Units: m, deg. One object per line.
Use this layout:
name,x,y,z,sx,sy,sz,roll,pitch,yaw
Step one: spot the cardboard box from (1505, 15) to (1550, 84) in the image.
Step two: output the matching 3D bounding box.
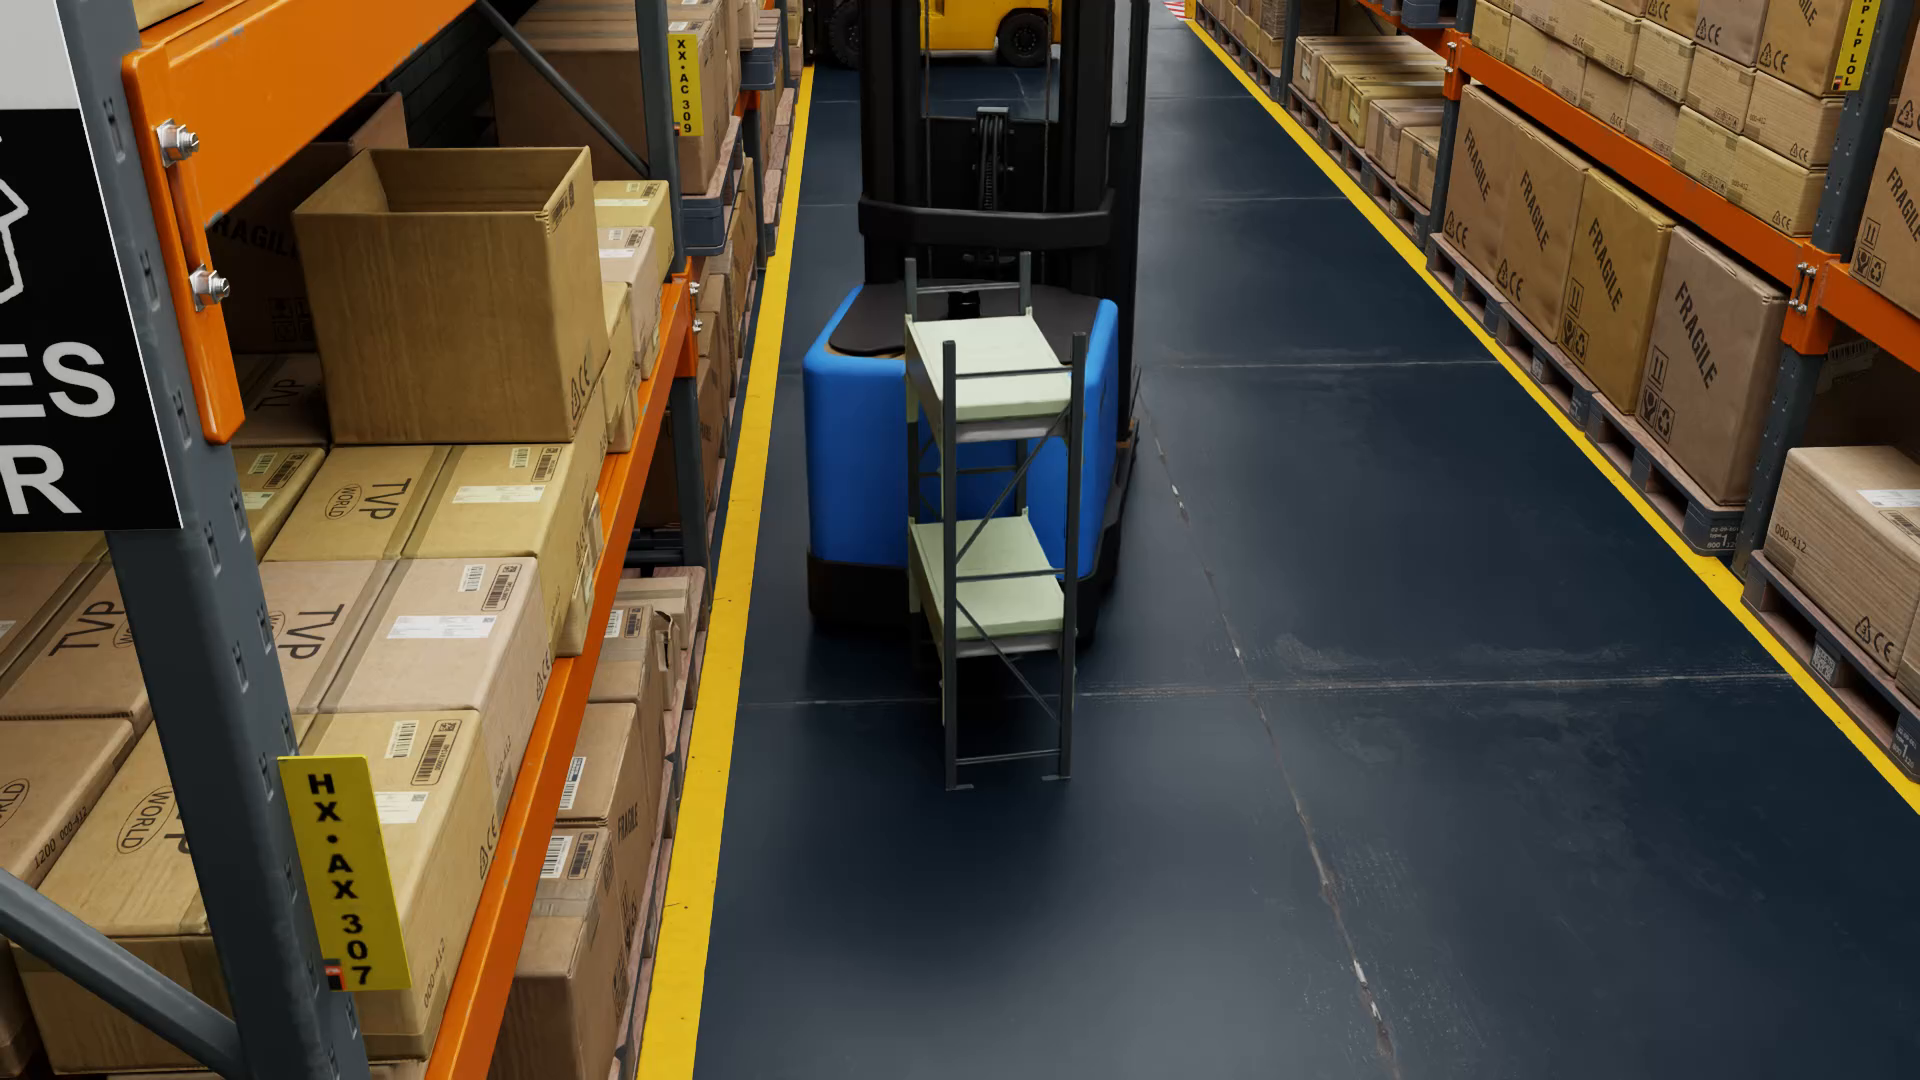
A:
cardboard box,3.131,-2.508,8.477,0.500,0.250,0.500,-2,28,-4

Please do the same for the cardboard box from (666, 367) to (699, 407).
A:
cardboard box,-1.189,-0.612,6.228,0.380,0.149,0.250,0,28,0

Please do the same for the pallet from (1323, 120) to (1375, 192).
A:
pallet,3.212,-2.730,11.756,1.003,0.211,1.213,-1,28,-3

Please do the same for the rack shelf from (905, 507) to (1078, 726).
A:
rack shelf,0.088,0.231,5.391,0.431,0.370,0.720,-5,28,-9

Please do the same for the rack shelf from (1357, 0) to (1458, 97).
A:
rack shelf,3.208,-3.648,11.279,1.077,0.370,4.000,-1,28,-3

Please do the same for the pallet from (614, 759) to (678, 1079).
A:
pallet,-1.334,1.044,4.521,1.003,0.211,1.213,-1,28,-3

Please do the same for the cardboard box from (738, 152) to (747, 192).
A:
cardboard box,-1.320,-1.940,8.774,0.380,0.149,0.250,-3,28,-5

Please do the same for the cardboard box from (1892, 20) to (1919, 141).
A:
cardboard box,3.304,-1.458,5.113,0.500,0.500,0.500,-1,28,-2

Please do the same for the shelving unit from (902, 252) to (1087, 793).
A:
shelving unit,0.088,-0.058,5.240,0.431,1.500,0.755,-5,28,-9

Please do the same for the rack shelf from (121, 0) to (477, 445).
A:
rack shelf,-1.331,-1.162,3.269,1.077,0.370,4.000,-1,28,-3

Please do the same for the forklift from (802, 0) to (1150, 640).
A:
forklift,0.202,-1.600,6.649,1.130,2.935,3.031,5,28,9

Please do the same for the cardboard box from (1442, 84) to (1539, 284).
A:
cardboard box,3.265,-1.967,9.120,0.875,0.875,0.875,-2,28,-3

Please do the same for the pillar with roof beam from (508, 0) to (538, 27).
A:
pillar with roof beam,1.687,-6.266,9.033,9.100,9.000,0.400,-1,28,-3

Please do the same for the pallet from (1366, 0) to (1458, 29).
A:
pallet,3.169,-3.285,10.012,1.213,0.211,1.003,-1,28,-3

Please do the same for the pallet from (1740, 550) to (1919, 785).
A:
pallet,3.483,0.393,5.768,1.003,0.211,1.213,-1,28,-3

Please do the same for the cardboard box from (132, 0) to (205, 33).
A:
cardboard box,-1.011,-0.599,1.682,0.380,0.149,0.250,-1,28,-2

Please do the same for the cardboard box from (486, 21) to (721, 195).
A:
cardboard box,-1.237,-1.534,5.885,0.700,0.500,0.500,-1,28,-1

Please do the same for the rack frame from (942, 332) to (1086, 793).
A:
rack frame,0.150,0.108,4.921,0.400,1.500,0.023,-5,28,-9

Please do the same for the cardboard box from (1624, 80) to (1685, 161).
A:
cardboard box,3.213,-1.799,7.119,0.500,0.250,0.500,-2,28,-4

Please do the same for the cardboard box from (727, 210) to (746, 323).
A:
cardboard box,-1.362,-1.337,8.318,0.500,0.500,0.500,0,28,0

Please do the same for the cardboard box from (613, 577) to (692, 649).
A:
cardboard box,-1.113,0.253,5.649,0.380,0.149,0.250,-2,28,-4

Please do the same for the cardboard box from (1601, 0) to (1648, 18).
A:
cardboard box,3.164,-2.596,7.295,0.500,0.500,0.500,-1,28,-2

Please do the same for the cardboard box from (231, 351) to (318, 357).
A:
cardboard box,-1.621,-0.435,4.181,0.500,0.250,0.500,-1,28,-2

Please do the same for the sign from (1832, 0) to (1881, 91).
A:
sign,2.980,-1.657,5.517,0.100,0.325,0.005,-1,28,-3

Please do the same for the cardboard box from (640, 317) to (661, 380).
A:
cardboard box,-1.094,-0.583,4.896,0.380,0.149,0.250,-1,28,-1

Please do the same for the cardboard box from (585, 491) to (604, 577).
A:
cardboard box,-1.022,0.008,3.762,0.380,0.149,0.250,-1,28,-1

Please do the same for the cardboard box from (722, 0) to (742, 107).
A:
cardboard box,-1.305,-2.136,7.039,0.700,0.500,0.500,-2,28,-3

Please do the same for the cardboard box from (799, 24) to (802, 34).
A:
cardboard box,-1.590,-4.202,14.082,0.500,0.250,0.500,-2,28,-4

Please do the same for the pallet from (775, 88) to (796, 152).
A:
pallet,-1.776,-3.193,12.644,1.003,0.211,1.213,-1,28,-3

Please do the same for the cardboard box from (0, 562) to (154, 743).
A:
cardboard box,-1.541,0.263,2.842,0.500,0.250,0.500,-1,28,-2

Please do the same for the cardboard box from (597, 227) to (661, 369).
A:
cardboard box,-1.124,-0.680,4.650,0.500,0.250,0.500,-1,28,-2

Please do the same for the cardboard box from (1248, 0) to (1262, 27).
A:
cardboard box,2.776,-4.692,14.210,0.500,0.500,0.500,-1,28,-2

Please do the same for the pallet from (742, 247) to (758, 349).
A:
pallet,-1.643,-1.340,9.090,1.003,0.211,1.213,-1,28,-3

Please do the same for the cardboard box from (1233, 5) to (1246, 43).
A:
cardboard box,2.744,-4.605,14.855,0.500,0.250,0.500,-1,28,-2

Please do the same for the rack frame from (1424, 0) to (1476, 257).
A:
rack frame,3.312,-3.043,9.342,1.000,3.000,0.127,-1,28,-3

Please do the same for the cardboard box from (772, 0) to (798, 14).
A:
cardboard box,-1.565,-4.410,13.401,0.500,0.250,0.500,-2,28,-3

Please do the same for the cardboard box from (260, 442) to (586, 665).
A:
cardboard box,-1.038,0.024,3.300,0.500,0.250,0.500,-2,28,-4

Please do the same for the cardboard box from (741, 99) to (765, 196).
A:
cardboard box,-1.663,-2.344,10.113,0.875,0.625,0.625,-1,28,-1

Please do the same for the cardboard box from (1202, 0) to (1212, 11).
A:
cardboard box,2.661,-5.326,16.237,0.500,0.250,0.500,-2,28,-3

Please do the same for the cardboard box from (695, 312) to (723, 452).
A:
cardboard box,-1.274,-0.627,6.957,0.500,0.500,0.500,-2,28,-3

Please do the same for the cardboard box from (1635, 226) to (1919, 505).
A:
cardboard box,3.409,-0.725,6.739,0.875,0.875,0.875,-1,28,-1

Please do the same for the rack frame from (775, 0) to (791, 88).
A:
rack frame,-1.853,-4.769,12.650,1.000,3.000,0.127,-1,28,-3

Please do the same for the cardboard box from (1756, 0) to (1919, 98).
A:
cardboard box,3.247,-1.884,5.929,0.500,0.500,0.500,-1,28,-1

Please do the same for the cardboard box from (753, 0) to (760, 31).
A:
cardboard box,-1.227,-2.703,8.506,0.380,0.149,0.250,-1,28,-2

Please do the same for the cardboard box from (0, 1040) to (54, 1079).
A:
cardboard box,-1.512,0.737,2.364,0.380,0.149,0.250,-2,28,-3

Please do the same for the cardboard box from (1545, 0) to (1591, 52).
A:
cardboard box,3.132,-2.489,7.901,0.500,0.250,0.500,-1,28,-3

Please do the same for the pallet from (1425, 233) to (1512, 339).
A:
pallet,3.278,-1.441,9.285,1.003,0.211,1.213,-1,28,-3

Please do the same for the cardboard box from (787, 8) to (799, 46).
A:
cardboard box,-1.570,-4.189,13.516,0.500,0.250,0.500,-2,28,-3

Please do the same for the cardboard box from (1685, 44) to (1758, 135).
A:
cardboard box,3.222,-1.780,6.540,0.500,0.250,0.500,-1,28,-1

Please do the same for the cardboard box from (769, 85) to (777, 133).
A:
cardboard box,-1.782,-3.303,11.953,0.875,0.625,0.625,-2,28,-3

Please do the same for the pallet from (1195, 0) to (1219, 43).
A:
pallet,2.906,-5.090,16.282,1.003,0.211,1.213,-1,28,-3

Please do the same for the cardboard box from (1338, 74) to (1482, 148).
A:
cardboard box,3.212,-3.017,11.678,0.950,0.372,0.625,0,28,-1

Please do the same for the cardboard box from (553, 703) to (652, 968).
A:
cardboard box,-1.097,0.768,4.283,0.500,0.500,0.500,-1,28,-2

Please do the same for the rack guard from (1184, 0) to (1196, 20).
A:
rack guard,2.899,-5.595,16.936,1.175,0.500,0.348,-1,28,-3
